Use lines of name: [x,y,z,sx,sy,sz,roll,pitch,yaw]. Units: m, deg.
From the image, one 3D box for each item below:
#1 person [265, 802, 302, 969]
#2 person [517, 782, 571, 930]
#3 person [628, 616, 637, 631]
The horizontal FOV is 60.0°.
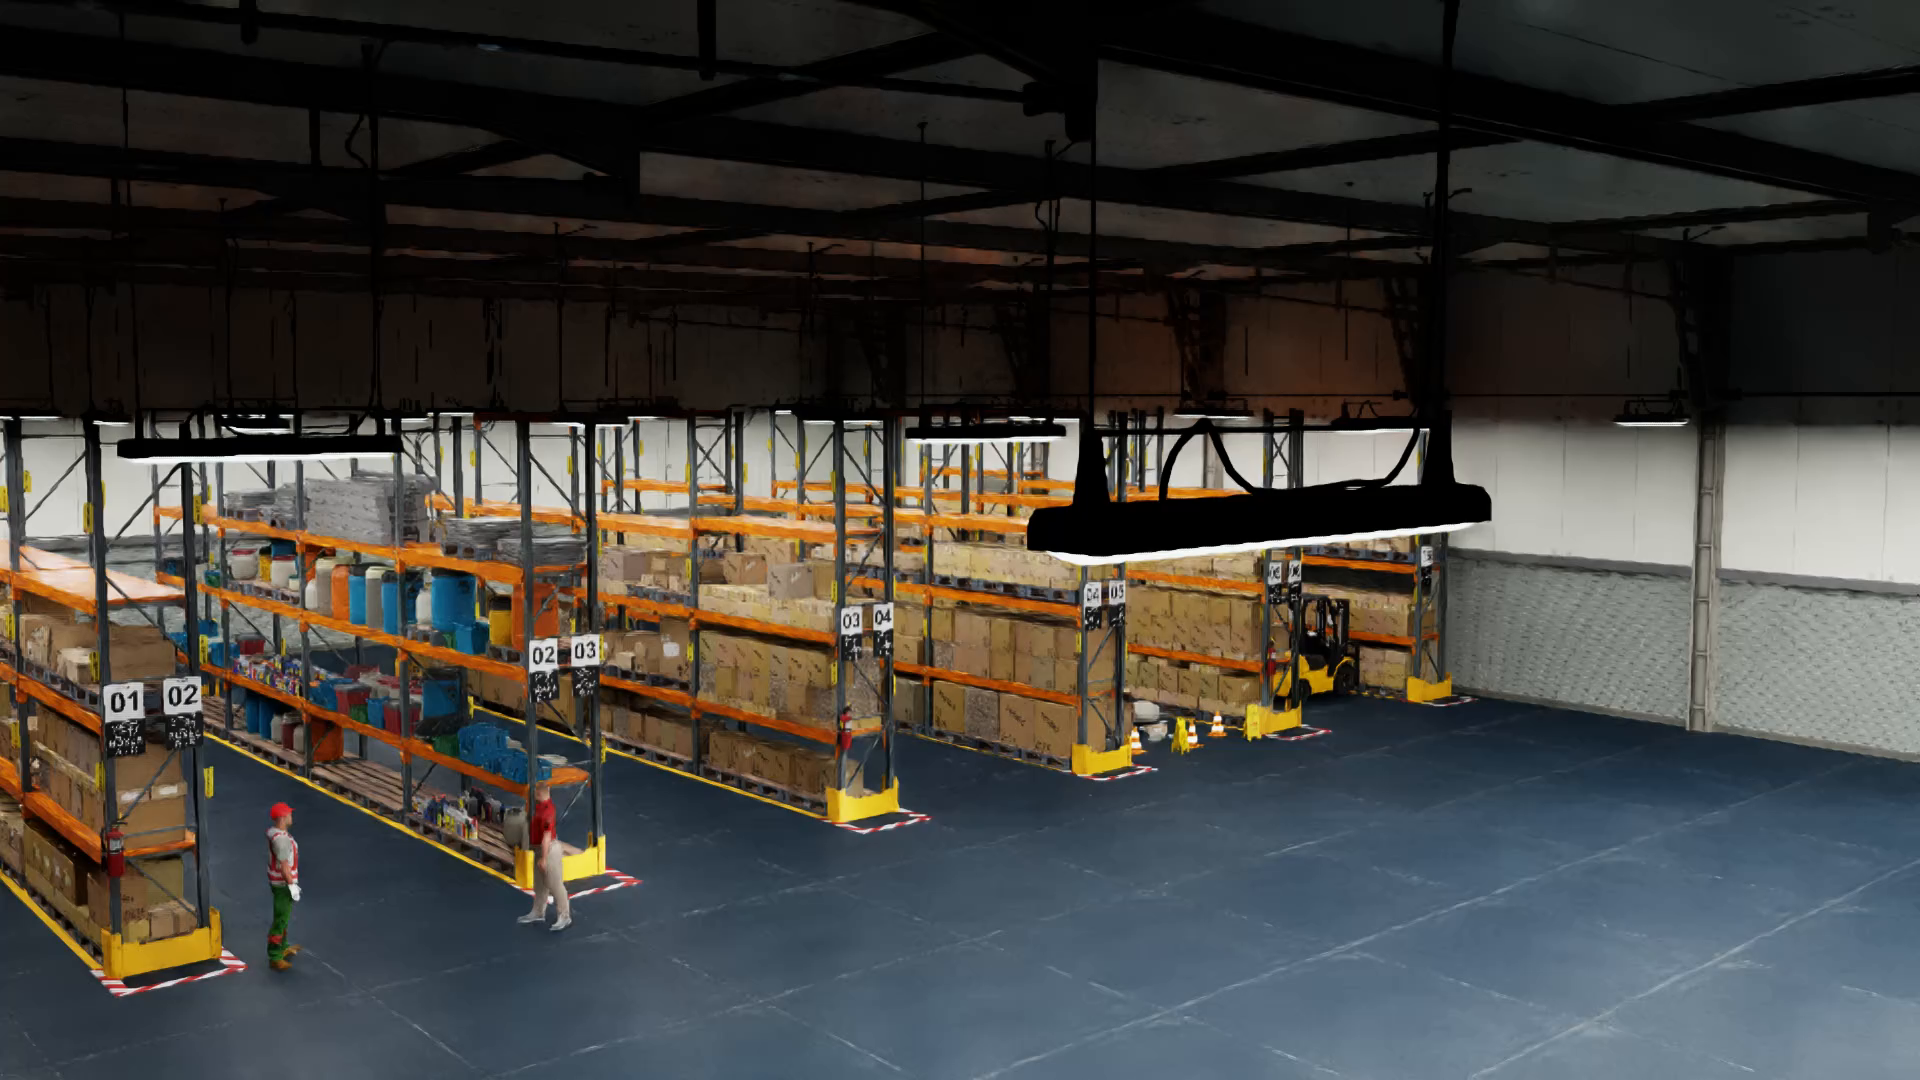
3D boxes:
person: [-7.530,3.793,18.488,0.394,1.788,0.703,-3,6,-29]
person: [-4.963,3.721,19.766,0.598,1.718,0.675,-2,5,-22]
person: [-8.135,1.868,41.414,0.609,1.666,0.521,3,6,33]
